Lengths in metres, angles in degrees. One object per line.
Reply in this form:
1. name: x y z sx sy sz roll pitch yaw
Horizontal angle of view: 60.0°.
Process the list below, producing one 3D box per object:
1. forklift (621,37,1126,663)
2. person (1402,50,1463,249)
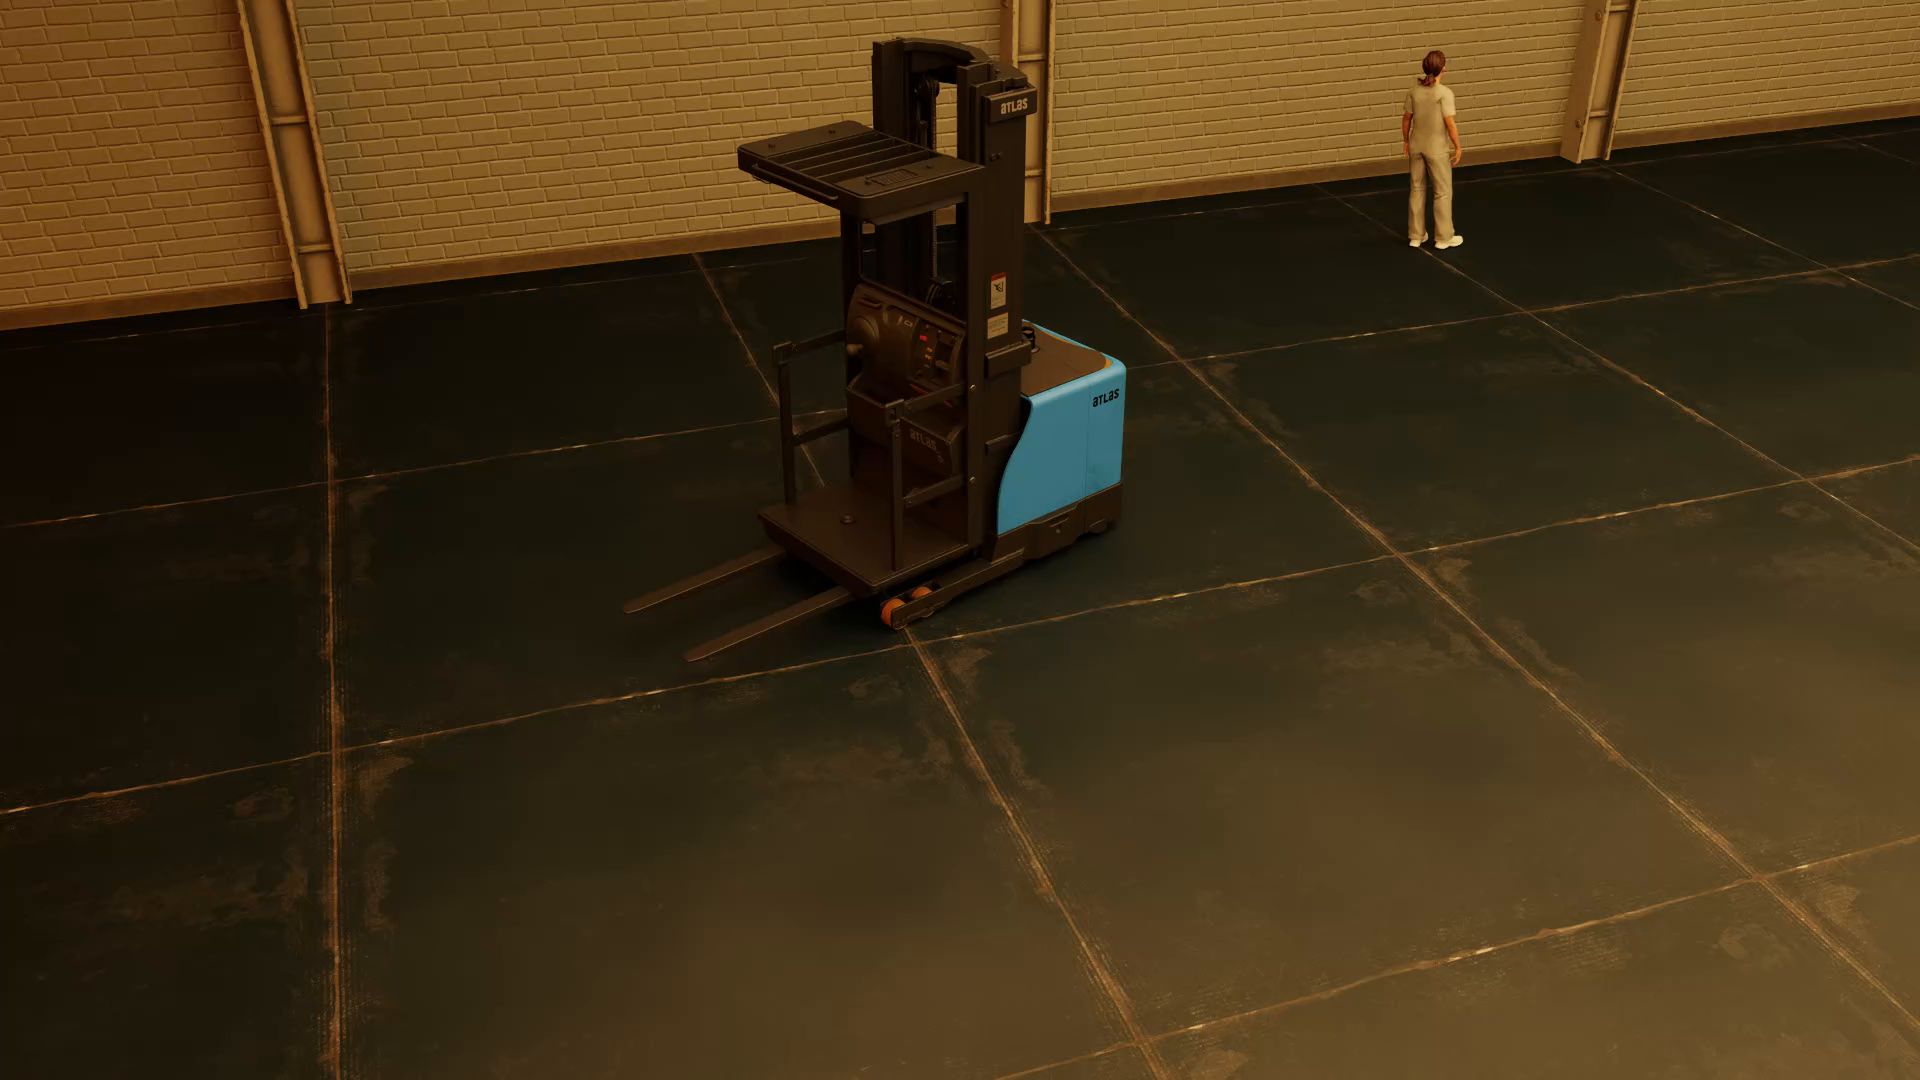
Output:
1. forklift: -0.461 -1.072 8.951 3.031 2.935 1.130 -23 37 -34
2. person: 4.016 -3.311 14.085 0.549 1.674 0.549 26 39 37
